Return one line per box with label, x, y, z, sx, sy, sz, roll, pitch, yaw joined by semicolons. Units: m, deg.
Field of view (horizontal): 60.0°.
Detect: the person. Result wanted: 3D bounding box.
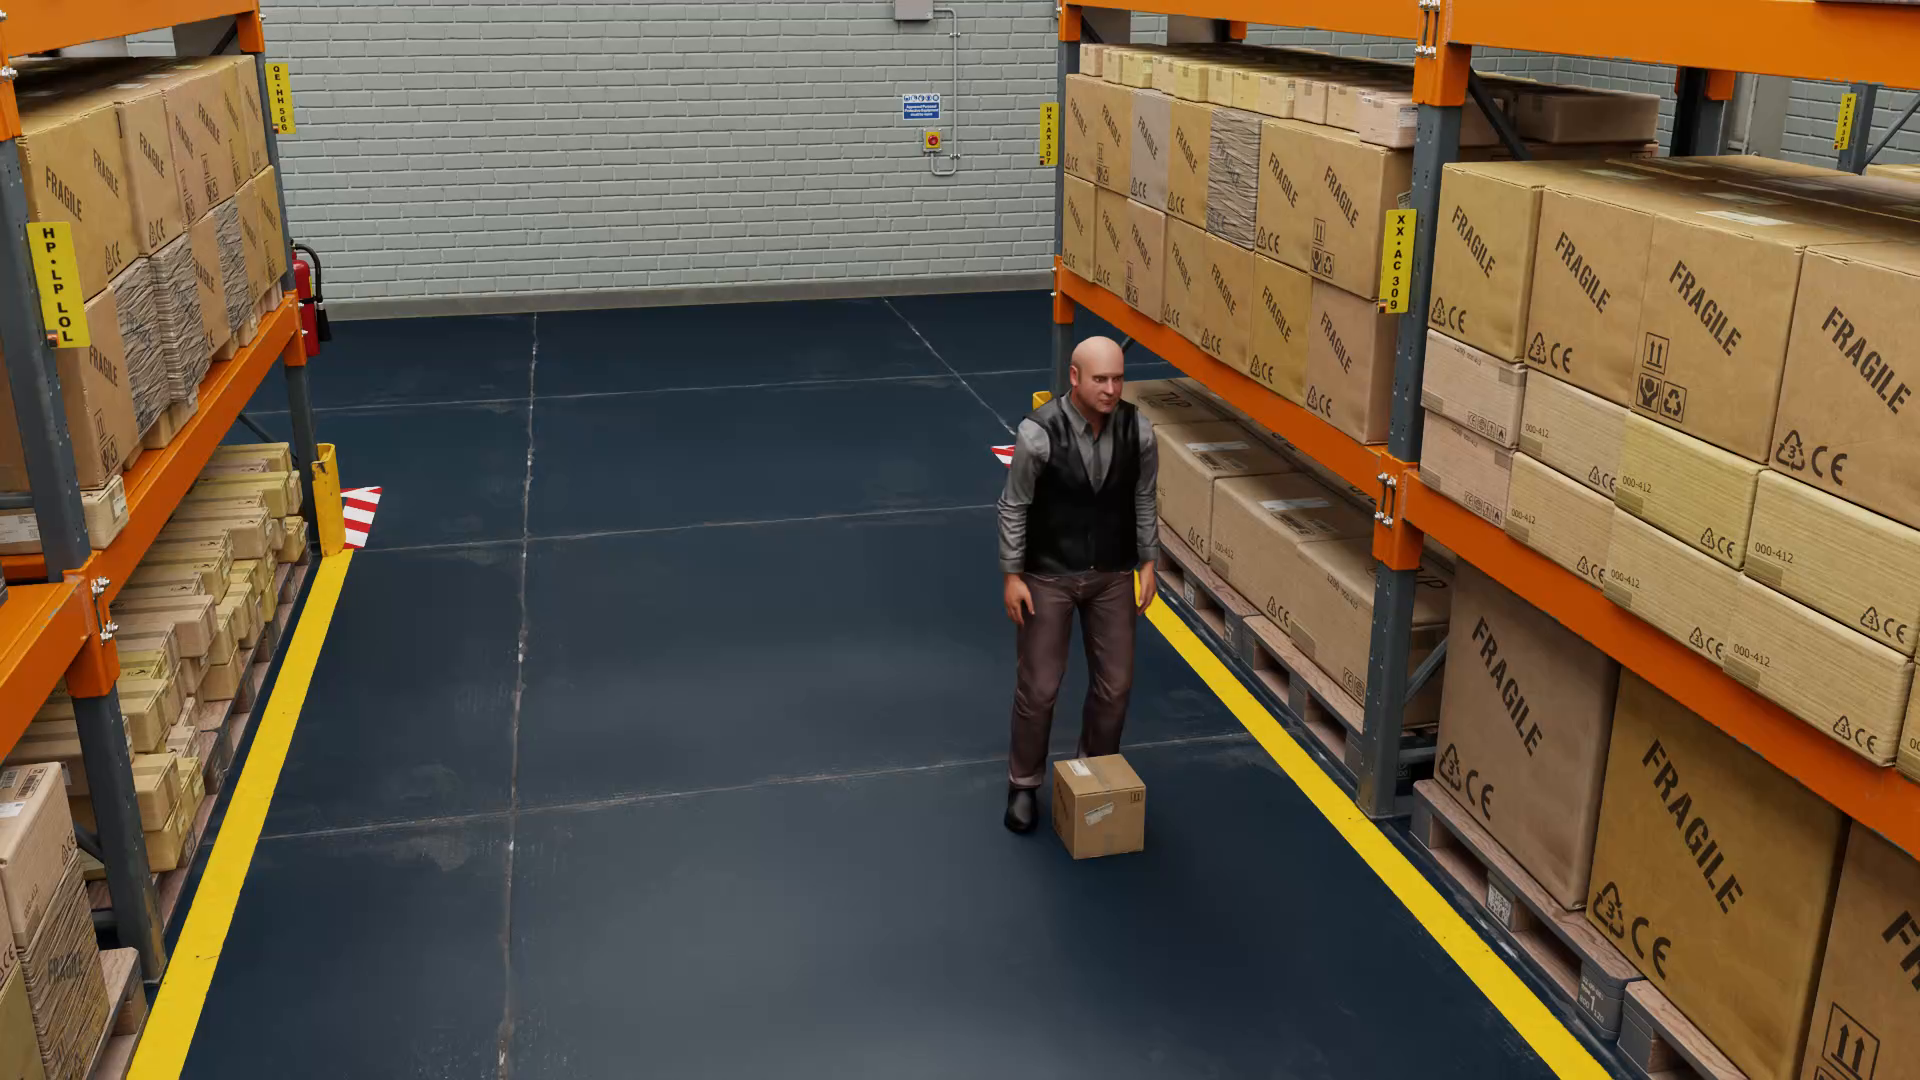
person;0.412;0.137;5.720;0.586;1.720;0.394;-6;20;-16
